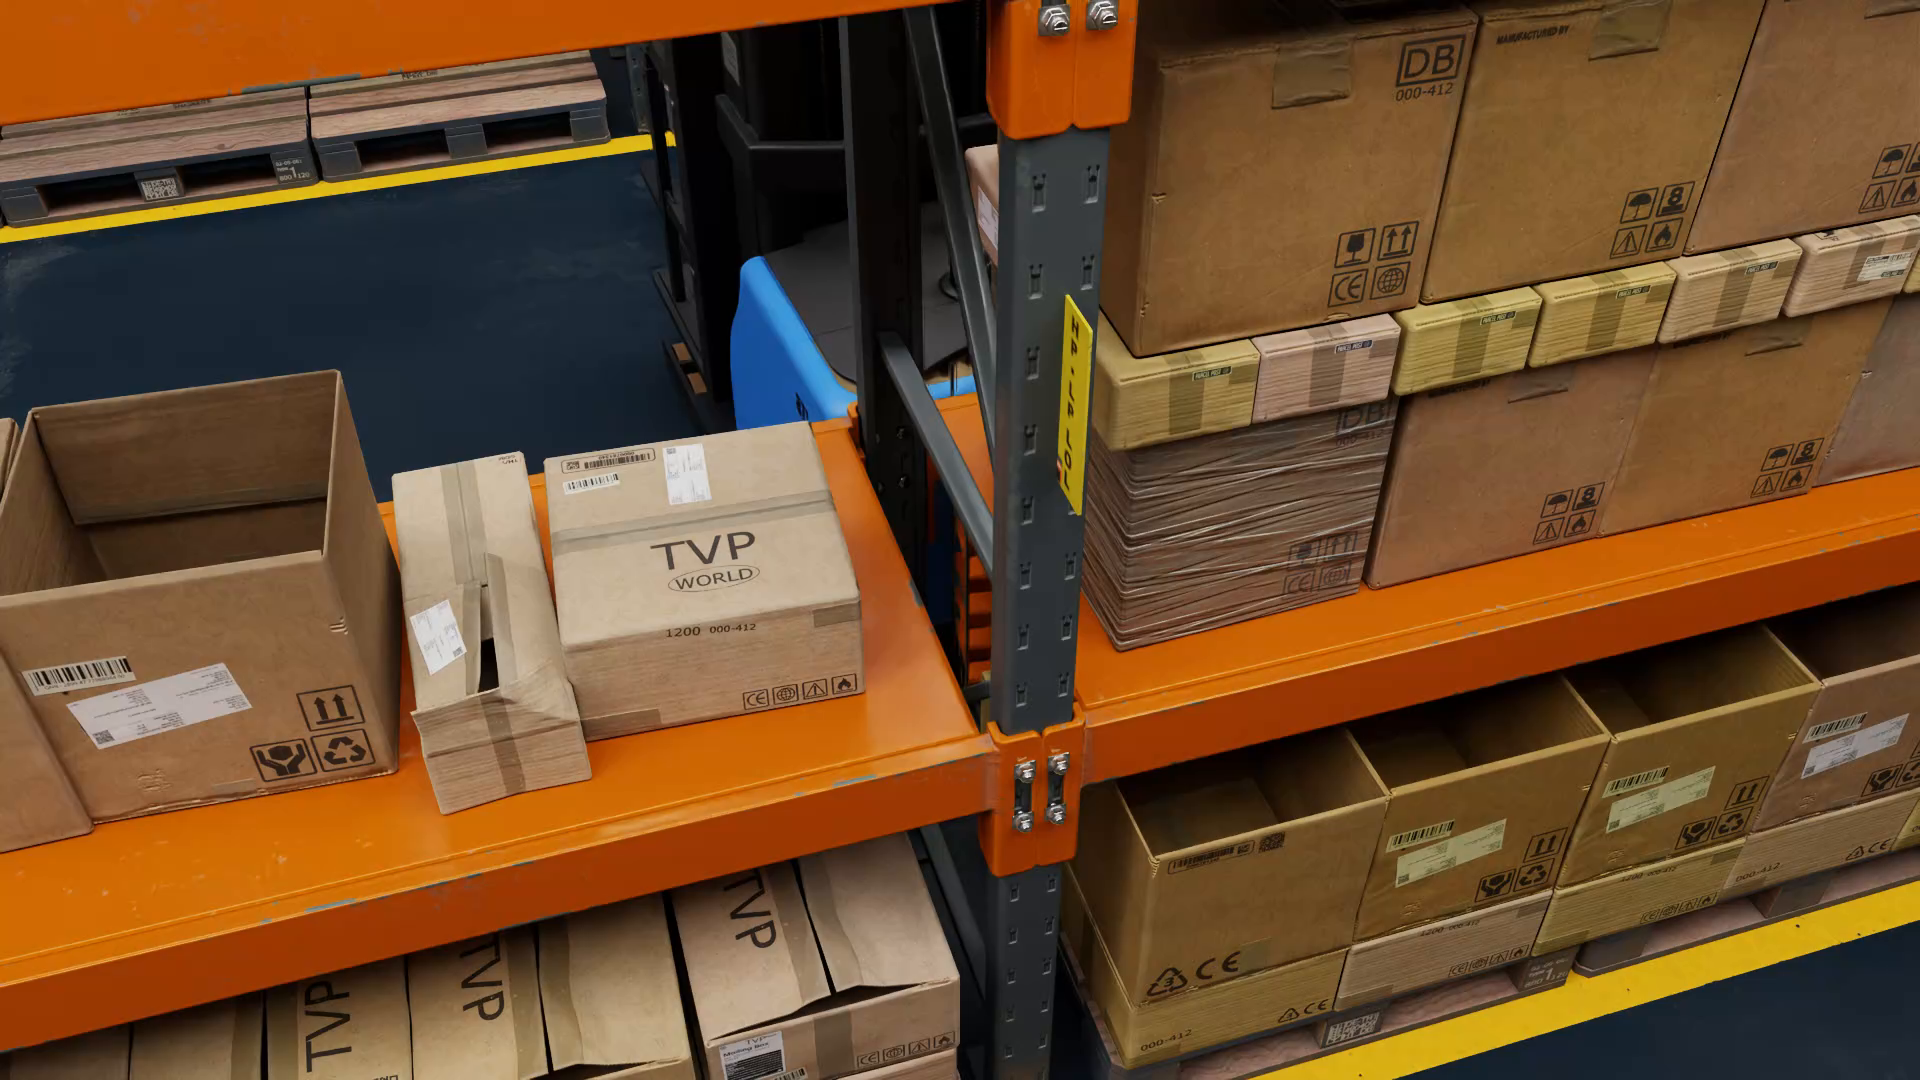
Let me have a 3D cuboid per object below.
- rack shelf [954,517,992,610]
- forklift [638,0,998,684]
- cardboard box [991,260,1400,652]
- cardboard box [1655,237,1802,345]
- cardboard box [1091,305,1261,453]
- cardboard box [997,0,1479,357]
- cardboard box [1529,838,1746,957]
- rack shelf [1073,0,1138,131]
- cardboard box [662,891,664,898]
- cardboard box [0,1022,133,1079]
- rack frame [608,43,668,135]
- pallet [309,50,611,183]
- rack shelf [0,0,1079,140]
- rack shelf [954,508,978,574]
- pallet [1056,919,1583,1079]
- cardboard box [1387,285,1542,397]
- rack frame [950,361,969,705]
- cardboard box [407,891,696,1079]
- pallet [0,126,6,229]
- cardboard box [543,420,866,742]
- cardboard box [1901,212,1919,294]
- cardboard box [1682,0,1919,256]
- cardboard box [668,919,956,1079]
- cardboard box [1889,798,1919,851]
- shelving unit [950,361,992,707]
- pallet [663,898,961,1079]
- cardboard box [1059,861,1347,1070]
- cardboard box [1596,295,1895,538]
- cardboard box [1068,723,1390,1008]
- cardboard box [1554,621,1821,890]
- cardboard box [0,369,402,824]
[{"bbox_3d":[0.089,0.044,4.173,0.180,0.103,0.258,-6,41,-7],"label":"rack shelf"},{"bbox_3d":[-0.393,-1.615,4.871,1.130,2.935,3.031,-15,43,-17],"label":"forklift"},{"bbox_3d":[0.410,-0.250,3.180,0.500,0.500,0.700,-13,43,-14],"label":"cardboard box"},{"bbox_3d":[1.277,-0.537,3.015,0.250,0.149,0.380,-13,43,-14],"label":"cardboard box"},{"bbox_3d":[0.303,-0.334,2.783,0.250,0.149,0.380,-12,43,-13],"label":"cardboard box"},{"bbox_3d":[0.410,-0.738,2.753,0.500,0.500,0.700,-12,42,-13],"label":"cardboard box"},{"bbox_3d":[1.478,0.664,3.980,0.500,0.250,0.500,-12,42,-13],"label":"cardboard box"},{"bbox_3d":[1.896,-1.374,2.810,4.000,0.370,1.077,-12,42,-13],"label":"rack shelf"},{"bbox_3d":[-0.960,0.567,3.666,0.500,0.311,0.500,-12,43,-14],"label":"cardboard box"},{"bbox_3d":[-1.764,1.107,3.048,0.500,0.311,0.500,-12,43,-14],"label":"cardboard box"},{"bbox_3d":[-1.496,-3.230,6.667,0.127,3.000,1.000,-12,42,-13],"label":"rack frame"},{"bbox_3d":[-2.234,-2.000,7.379,1.213,0.211,1.003,-12,42,-13],"label":"pallet"},{"bbox_3d":[-1.919,-0.584,1.905,4.000,0.370,1.077,-12,42,-13],"label":"rack shelf"},{"bbox_3d":[0.089,-0.047,4.094,0.180,0.103,0.258,-6,41,-7],"label":"rack shelf"},{"bbox_3d":[0.759,0.799,4.175,1.213,0.211,1.003,-12,42,-13],"label":"pallet"},{"bbox_3d":[0.788,-0.436,2.900,0.250,0.149,0.380,-13,43,-14],"label":"cardboard box"},{"bbox_3d":[-0.001,0.111,4.211,0.006,1.200,0.240,-6,41,-7],"label":"rack frame"},{"bbox_3d":[-0.806,0.912,3.270,0.500,0.311,0.500,-11,42,-12],"label":"cardboard box"},{"bbox_3d":[-4.561,-1.518,6.827,1.213,0.211,1.003,-12,42,-13],"label":"pallet"},{"bbox_3d":[-0.468,0.061,3.015,0.500,0.250,0.500,-9,42,-10],"label":"cardboard box"},{"bbox_3d":[1.779,-0.642,3.136,0.250,0.149,0.380,-12,43,-13],"label":"cardboard box"},{"bbox_3d":[1.369,-0.937,2.981,0.500,0.500,0.700,-12,42,-13],"label":"cardboard box"},{"bbox_3d":[-0.320,1.021,3.572,0.500,0.250,0.500,-12,43,-13],"label":"cardboard box"},{"bbox_3d":[2.431,0.464,4.210,0.500,0.250,0.500,-12,42,-13],"label":"cardboard box"},{"bbox_3d":[0.089,0.101,4.223,0.189,1.200,0.258,-6,41,-7],"label":"shelving unit"},{"bbox_3d":[-0.703,1.100,3.831,1.213,0.211,1.003,-12,42,-13],"label":"pallet"},{"bbox_3d":[0.522,0.856,3.762,0.500,0.250,0.500,-12,42,-13],"label":"cardboard box"},{"bbox_3d":[1.390,-0.455,3.415,0.500,0.500,0.700,-11,42,-12],"label":"cardboard box"},{"bbox_3d":[0.525,0.579,3.508,0.500,0.500,0.500,-12,42,-13],"label":"cardboard box"},{"bbox_3d":[1.478,0.382,3.734,0.500,0.500,0.500,-12,42,-13],"label":"cardboard box"},{"bbox_3d":[-1.252,0.088,2.794,0.500,0.500,0.500,-9,42,-10],"label":"cardboard box"}]
